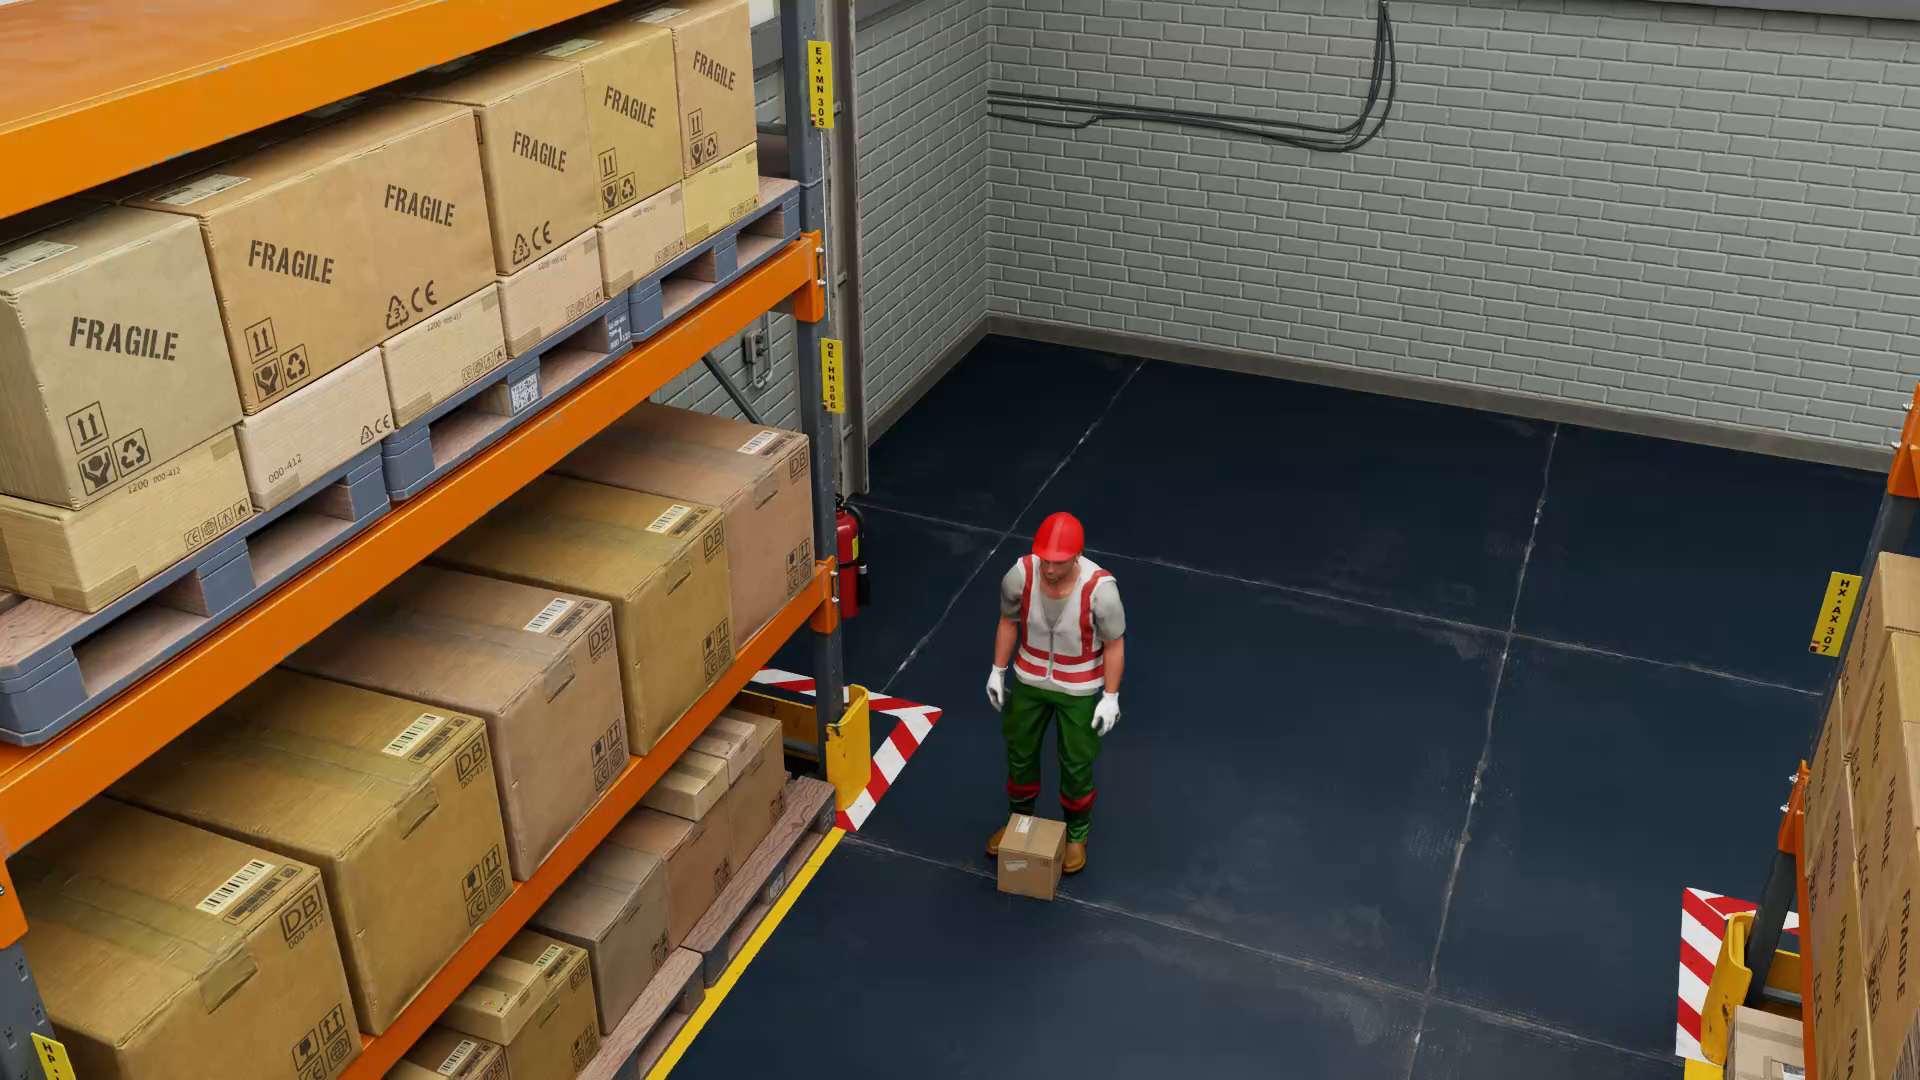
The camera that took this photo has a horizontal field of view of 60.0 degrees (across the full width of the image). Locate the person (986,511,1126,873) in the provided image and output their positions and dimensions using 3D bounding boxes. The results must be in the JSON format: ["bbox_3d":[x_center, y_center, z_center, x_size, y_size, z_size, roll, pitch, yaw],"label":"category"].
[{"bbox_3d":[0.411,0.645,7.238,0.609,1.780,0.448,12,31,20],"label":"person"}]
